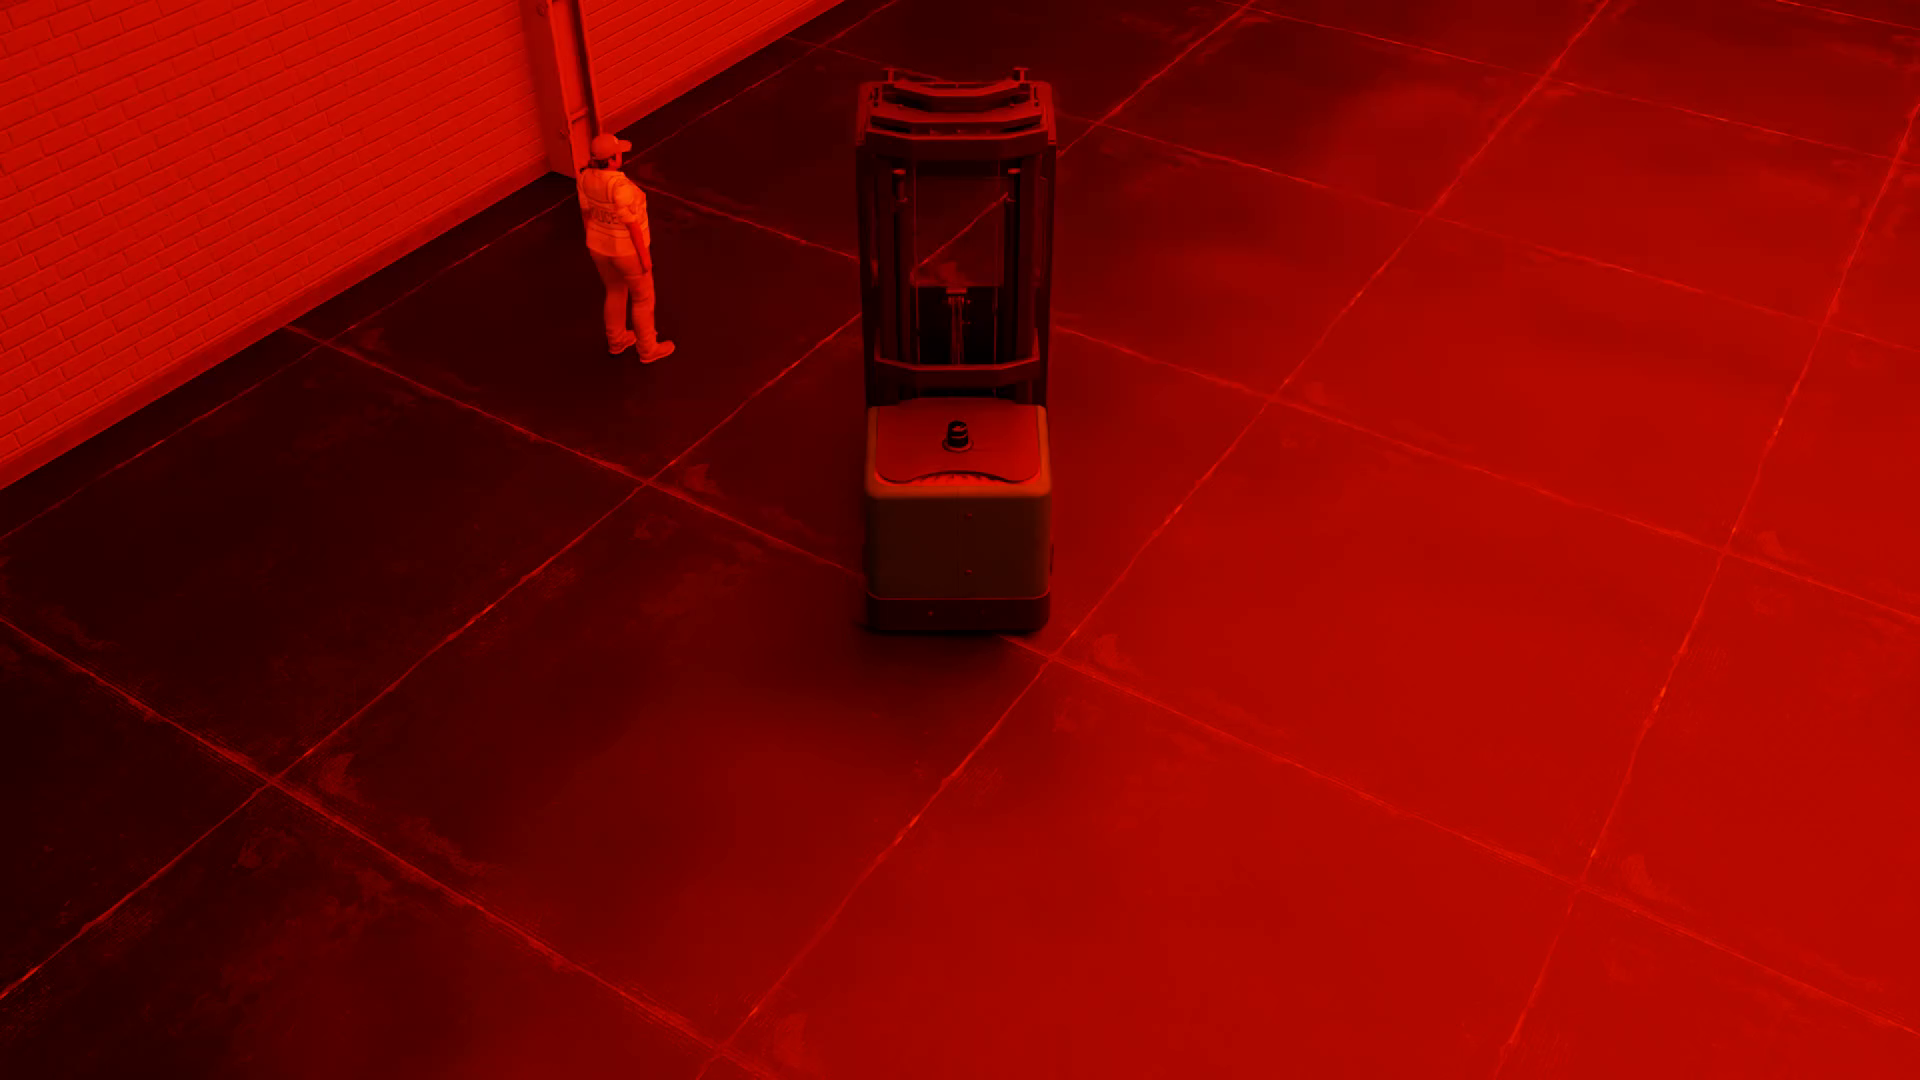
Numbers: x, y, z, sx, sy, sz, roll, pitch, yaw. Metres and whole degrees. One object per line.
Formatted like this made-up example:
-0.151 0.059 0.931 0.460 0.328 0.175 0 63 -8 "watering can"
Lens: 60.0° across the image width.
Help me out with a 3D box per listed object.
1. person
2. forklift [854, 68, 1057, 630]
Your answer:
-2.298 -1.978 11.285 0.499 1.668 0.389 22 45 24 "person"
-0.026 -1.527 9.769 1.130 2.935 3.031 0 40 0 "forklift"
